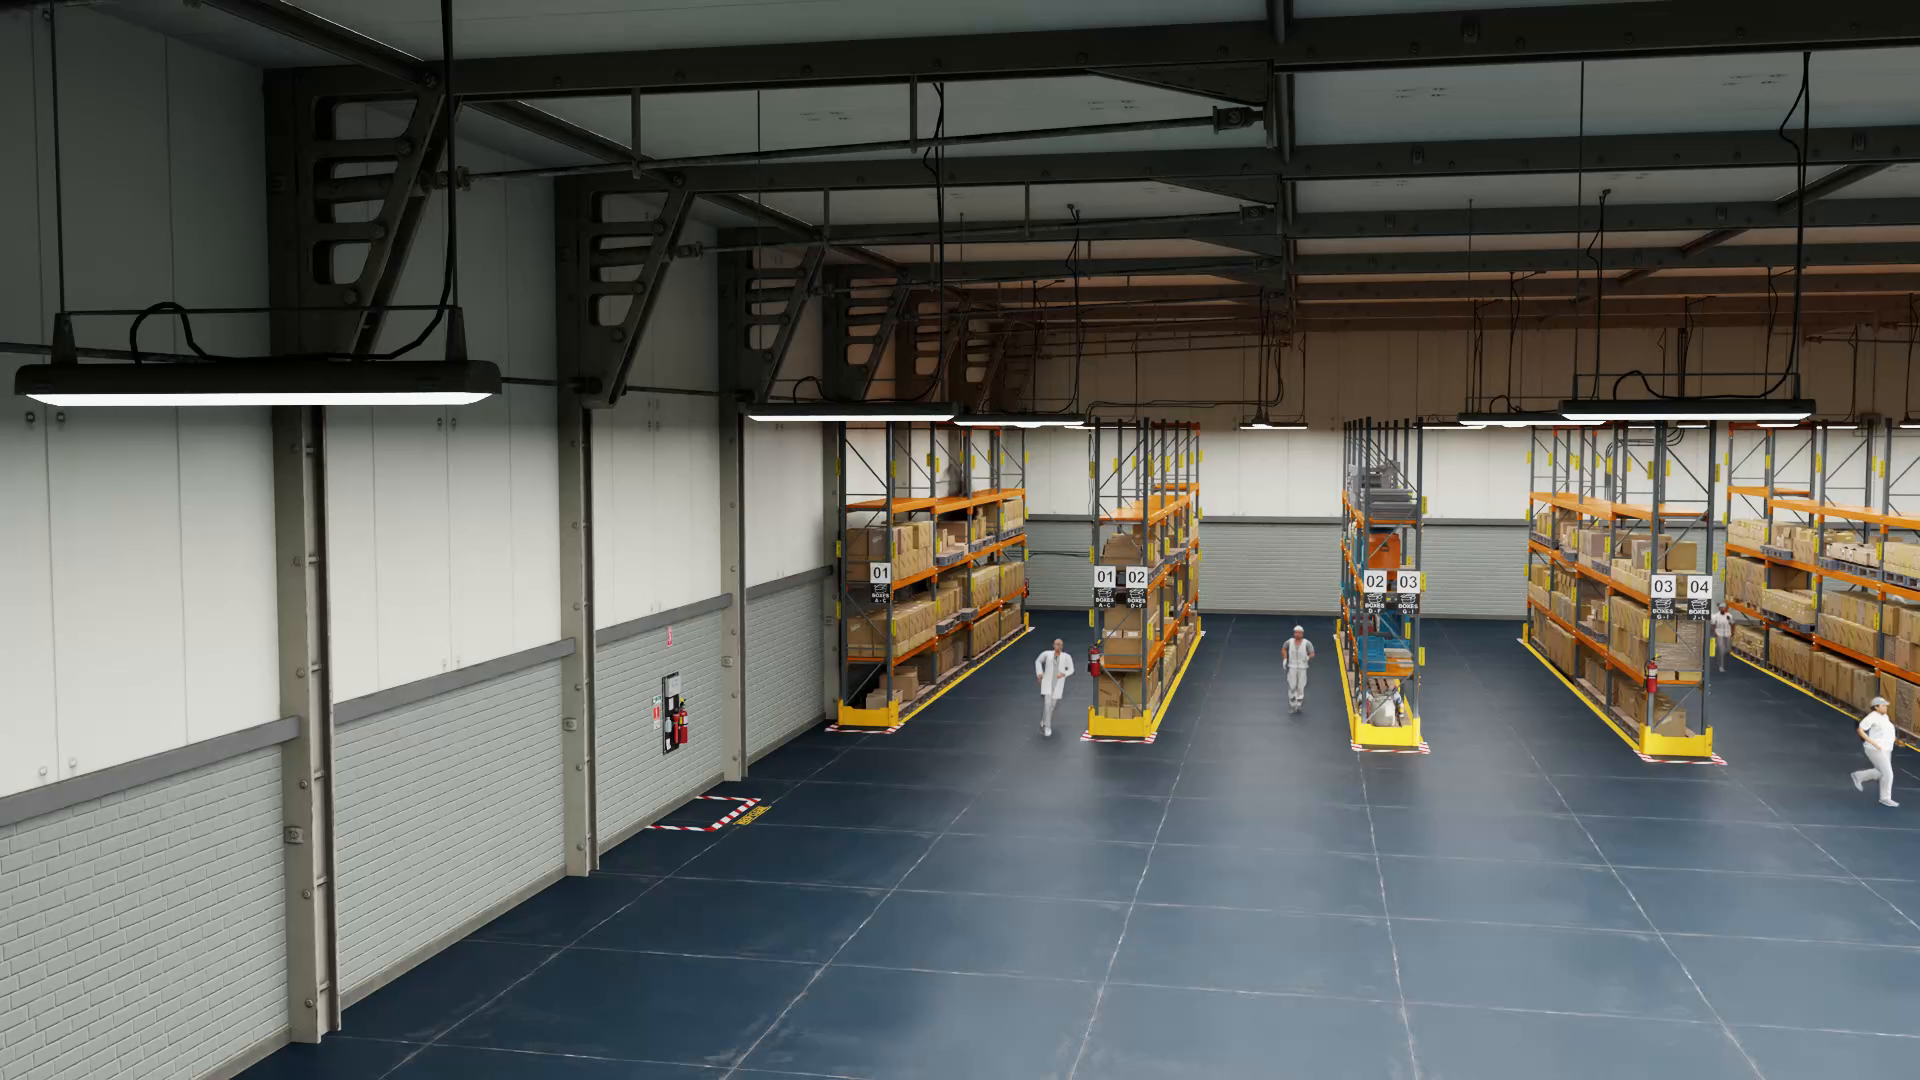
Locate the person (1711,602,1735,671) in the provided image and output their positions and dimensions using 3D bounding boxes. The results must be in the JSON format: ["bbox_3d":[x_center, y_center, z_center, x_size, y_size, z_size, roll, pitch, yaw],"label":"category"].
[{"bbox_3d":[18.335,2.308,39.987,0.575,1.672,0.528,1,4,14],"label":"person"}]

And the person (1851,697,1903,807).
[{"bbox_3d":[14.163,3.252,25.692,0.607,1.656,0.735,-3,5,-37],"label":"person"}]

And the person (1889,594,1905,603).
[{"bbox_3d":[25.085,2.042,44.598,0.695,1.642,0.537,1,4,22],"label":"person"}]

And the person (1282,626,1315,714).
[{"bbox_3d":[6.884,2.649,33.832,0.642,1.814,0.738,1,4,11],"label":"person"}]

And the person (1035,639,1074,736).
[{"bbox_3d":[1.817,2.783,31.757,0.703,1.794,0.911,-1,4,-8],"label":"person"}]
